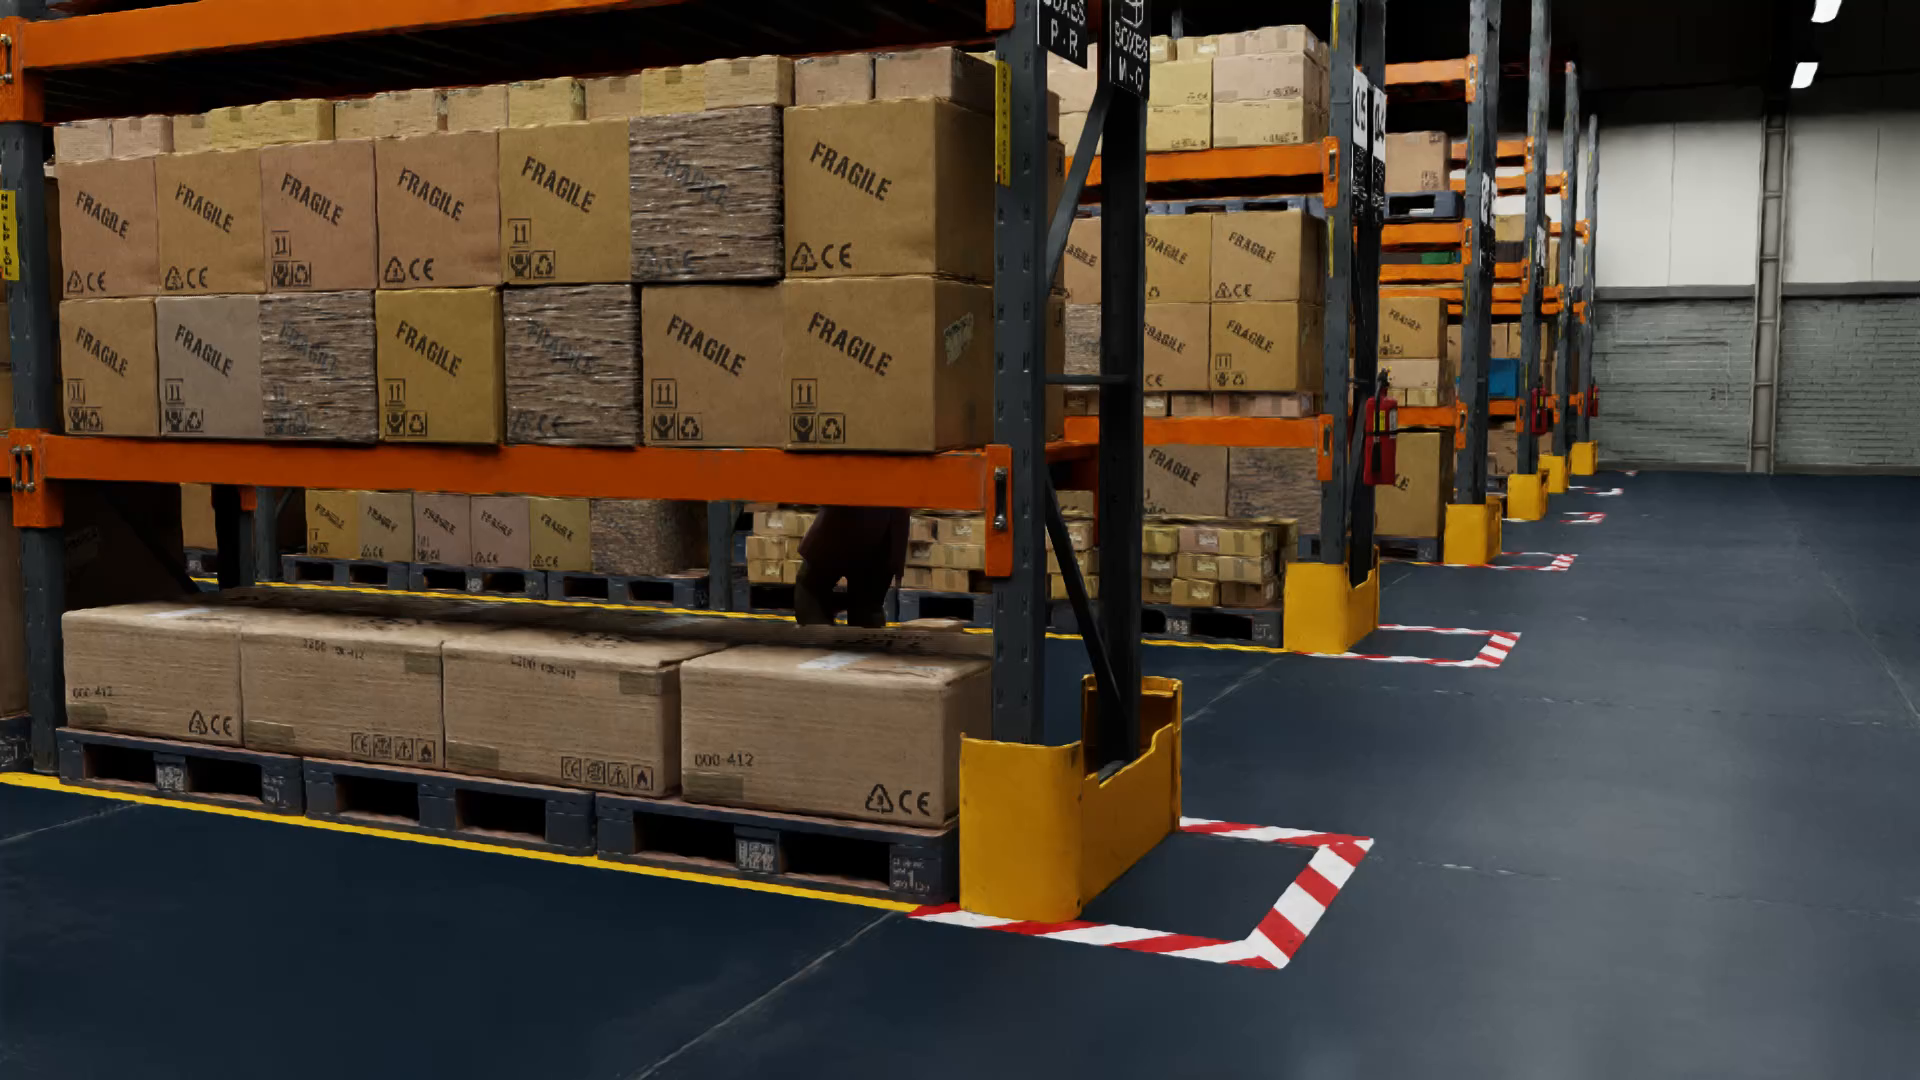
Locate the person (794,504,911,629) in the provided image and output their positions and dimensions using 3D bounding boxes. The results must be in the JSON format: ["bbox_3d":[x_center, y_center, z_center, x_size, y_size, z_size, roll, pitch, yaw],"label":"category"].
[{"bbox_3d":[-0.412,-0.059,7.482,0.748,1.790,0.582,-5,7,-43],"label":"person"}]
